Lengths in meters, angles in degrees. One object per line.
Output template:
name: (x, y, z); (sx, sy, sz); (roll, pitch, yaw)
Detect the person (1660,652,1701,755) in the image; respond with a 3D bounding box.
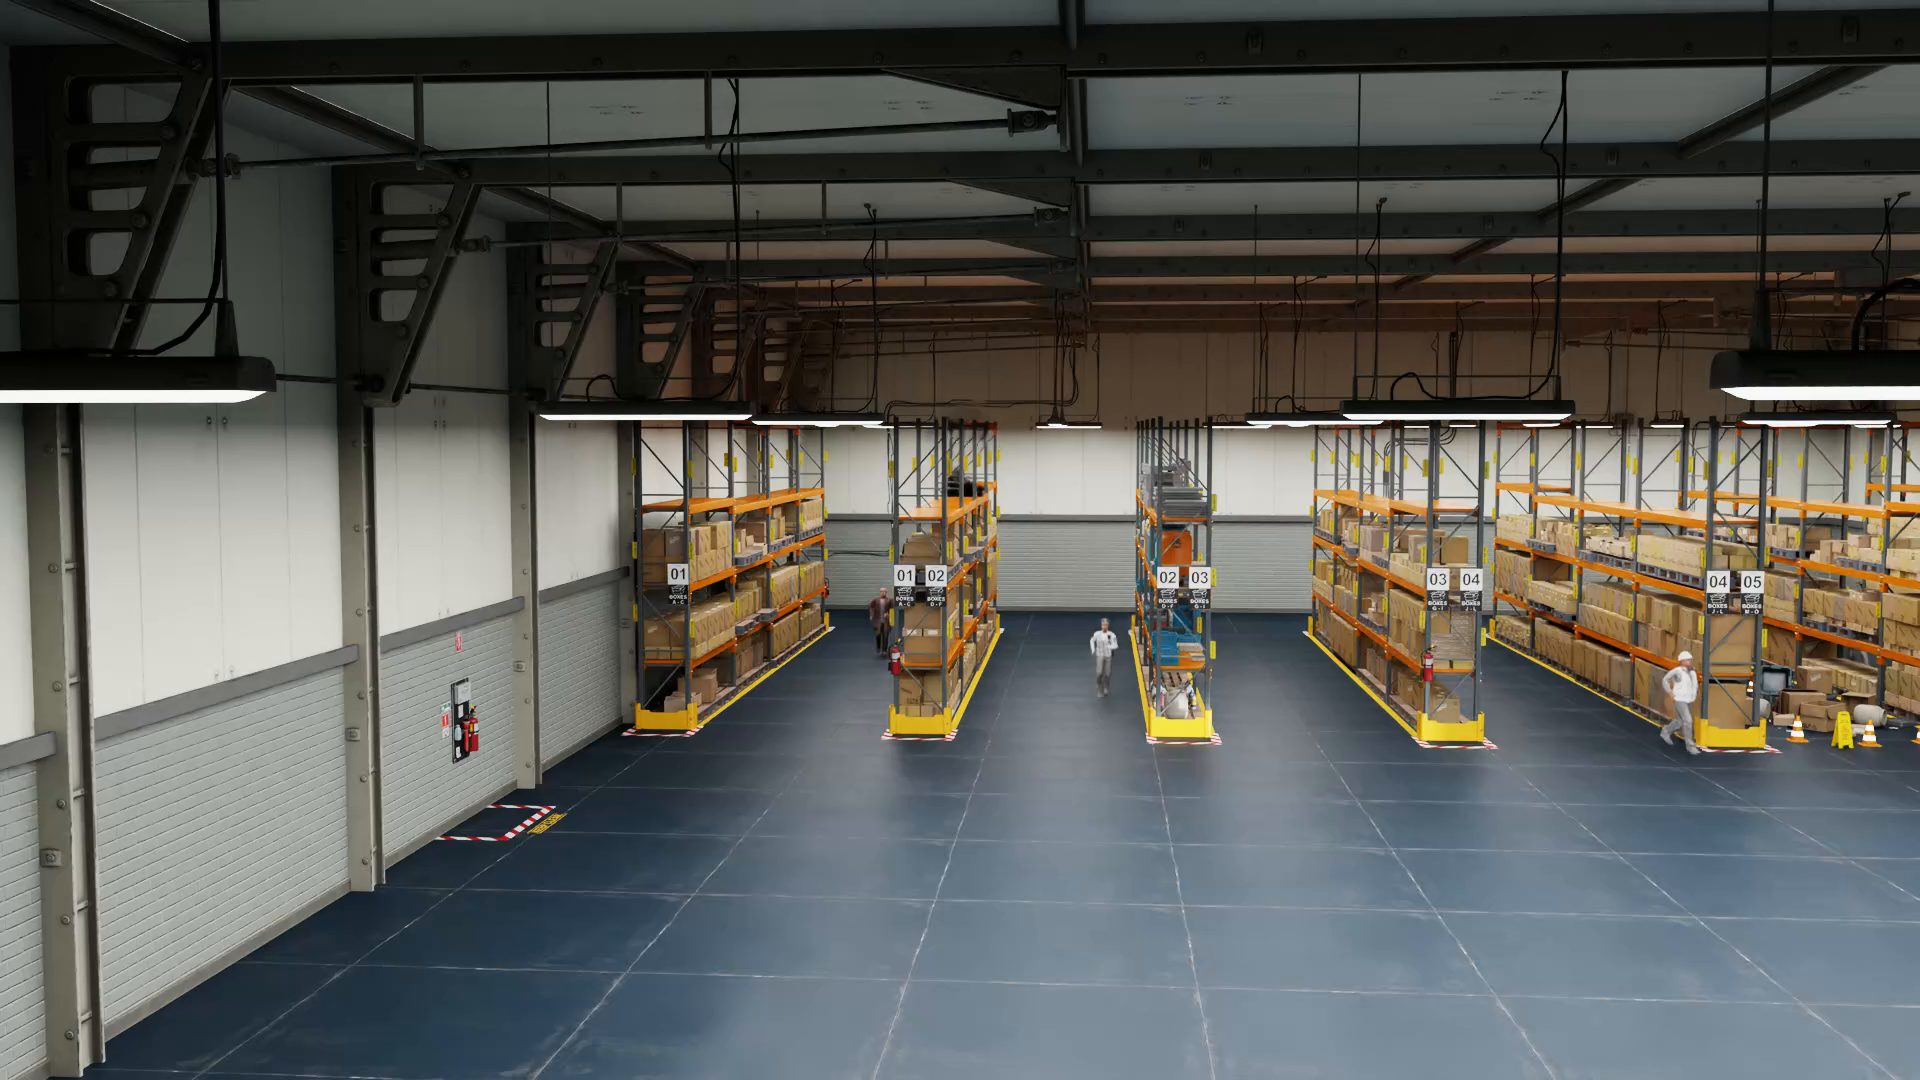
person: (12.962, 2.890, 29.818); (0.669, 1.793, 0.922); (-2, 4, -29)

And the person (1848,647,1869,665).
person: (21.314, 2.303, 39.425); (0.568, 1.728, 0.844); (0, 4, 4)

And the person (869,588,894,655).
person: (-1.978, 2.082, 42.305); (0.704, 1.734, 0.650); (0, 4, 0)

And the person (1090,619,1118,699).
person: (3.097, 2.546, 35.789); (0.582, 1.732, 0.714); (0, 4, 4)
